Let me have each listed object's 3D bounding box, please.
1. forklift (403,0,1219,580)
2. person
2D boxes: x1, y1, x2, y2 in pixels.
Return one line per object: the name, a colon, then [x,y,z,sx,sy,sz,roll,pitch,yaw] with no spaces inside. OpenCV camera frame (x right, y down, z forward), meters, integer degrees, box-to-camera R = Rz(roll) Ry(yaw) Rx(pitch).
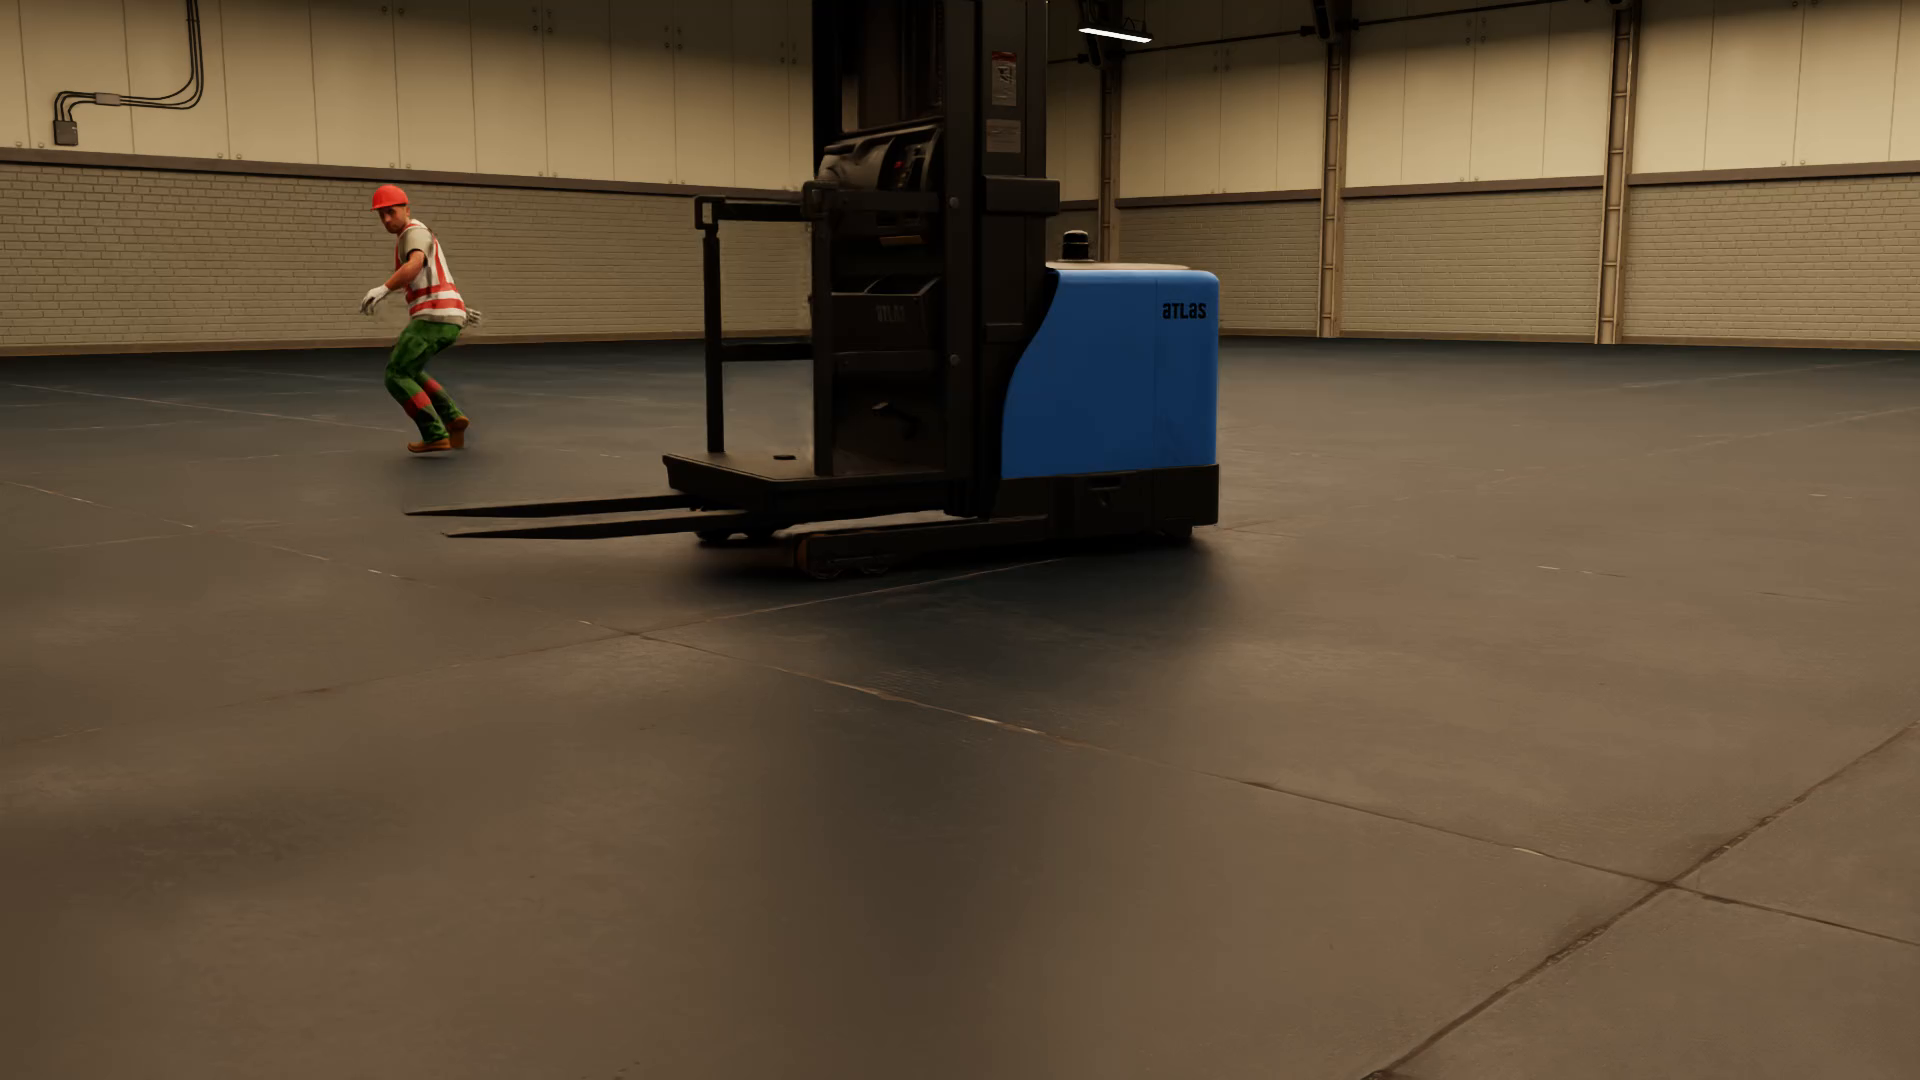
forklift: [-0.495,-1.399,6.165,3.031,2.935,1.130,-5,10,-30]
person: [-3.289,-1.322,10.205,0.521,1.672,1.041,-1,9,-5]
